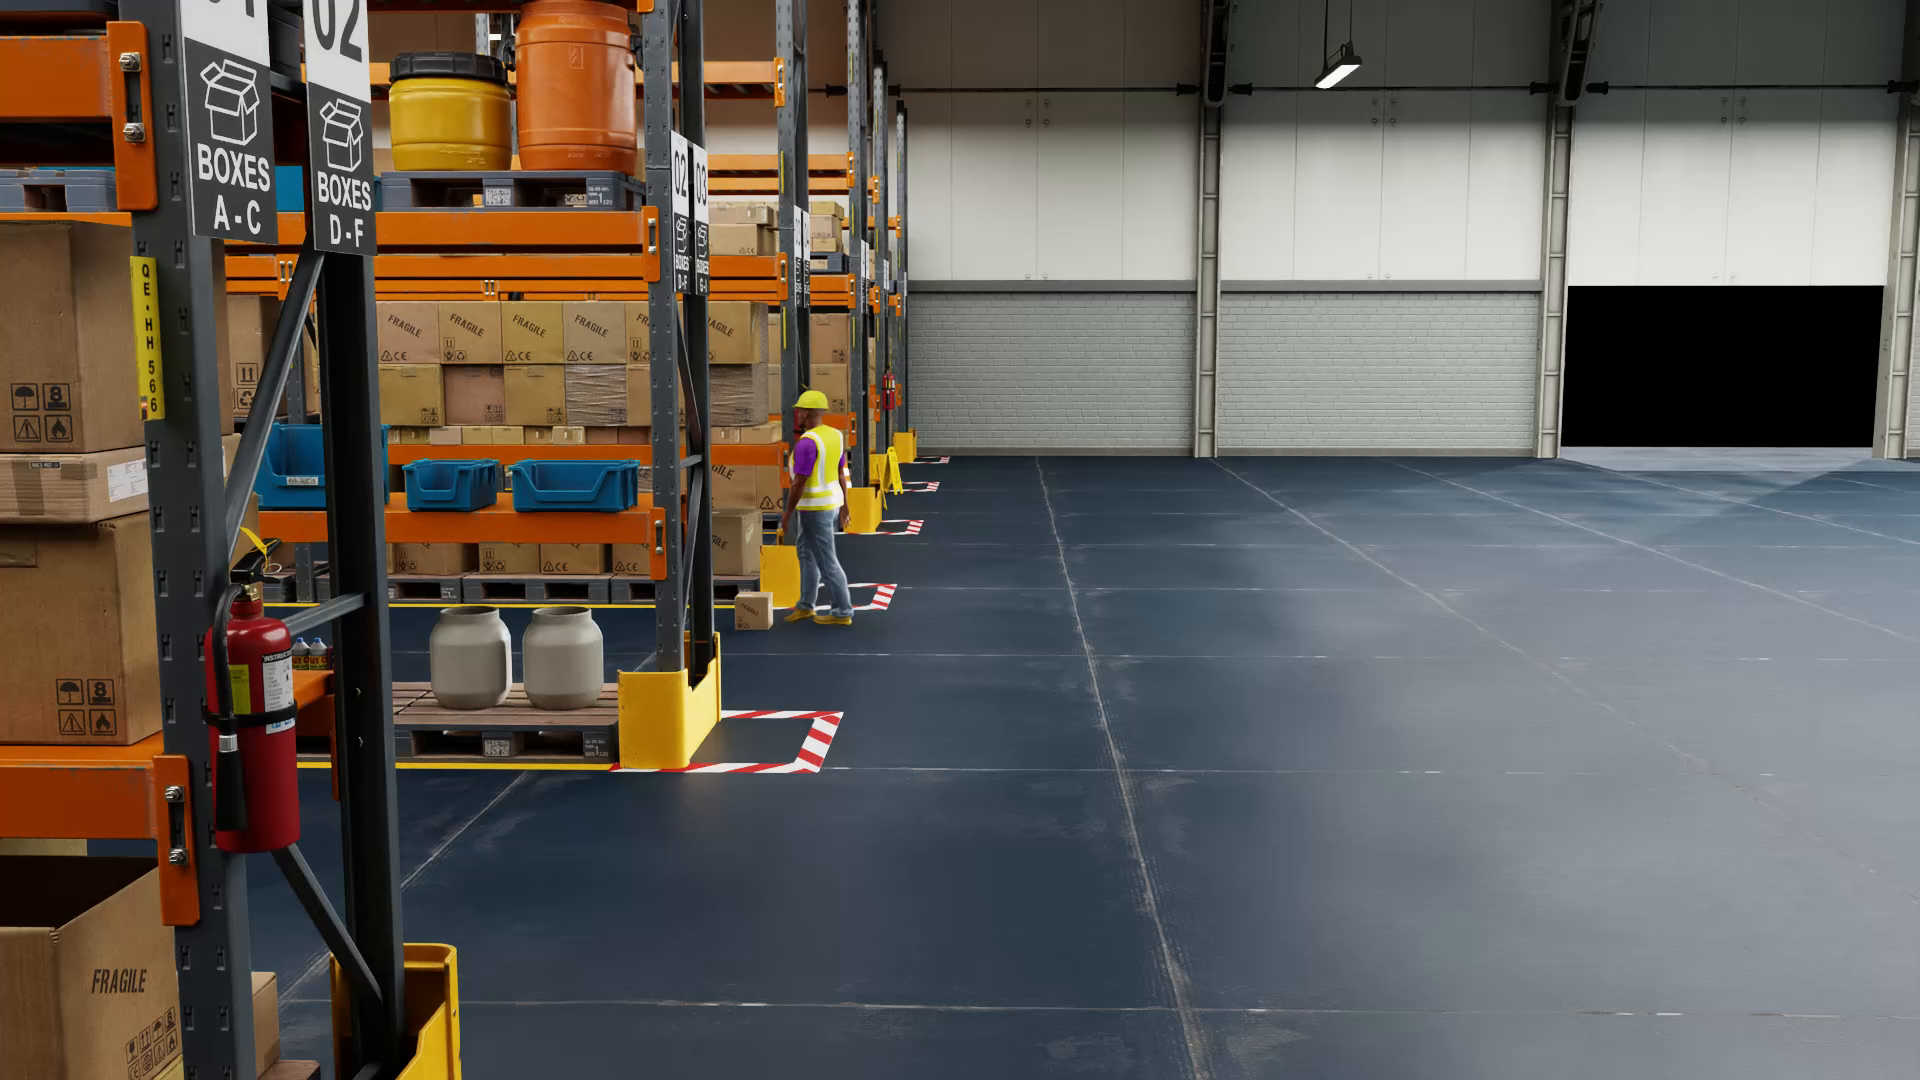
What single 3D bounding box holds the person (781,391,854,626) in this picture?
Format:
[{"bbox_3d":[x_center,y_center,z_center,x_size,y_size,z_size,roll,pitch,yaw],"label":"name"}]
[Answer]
[{"bbox_3d":[-1.114,-0.217,12.402,0.641,1.789,0.627,2,7,16],"label":"person"}]
